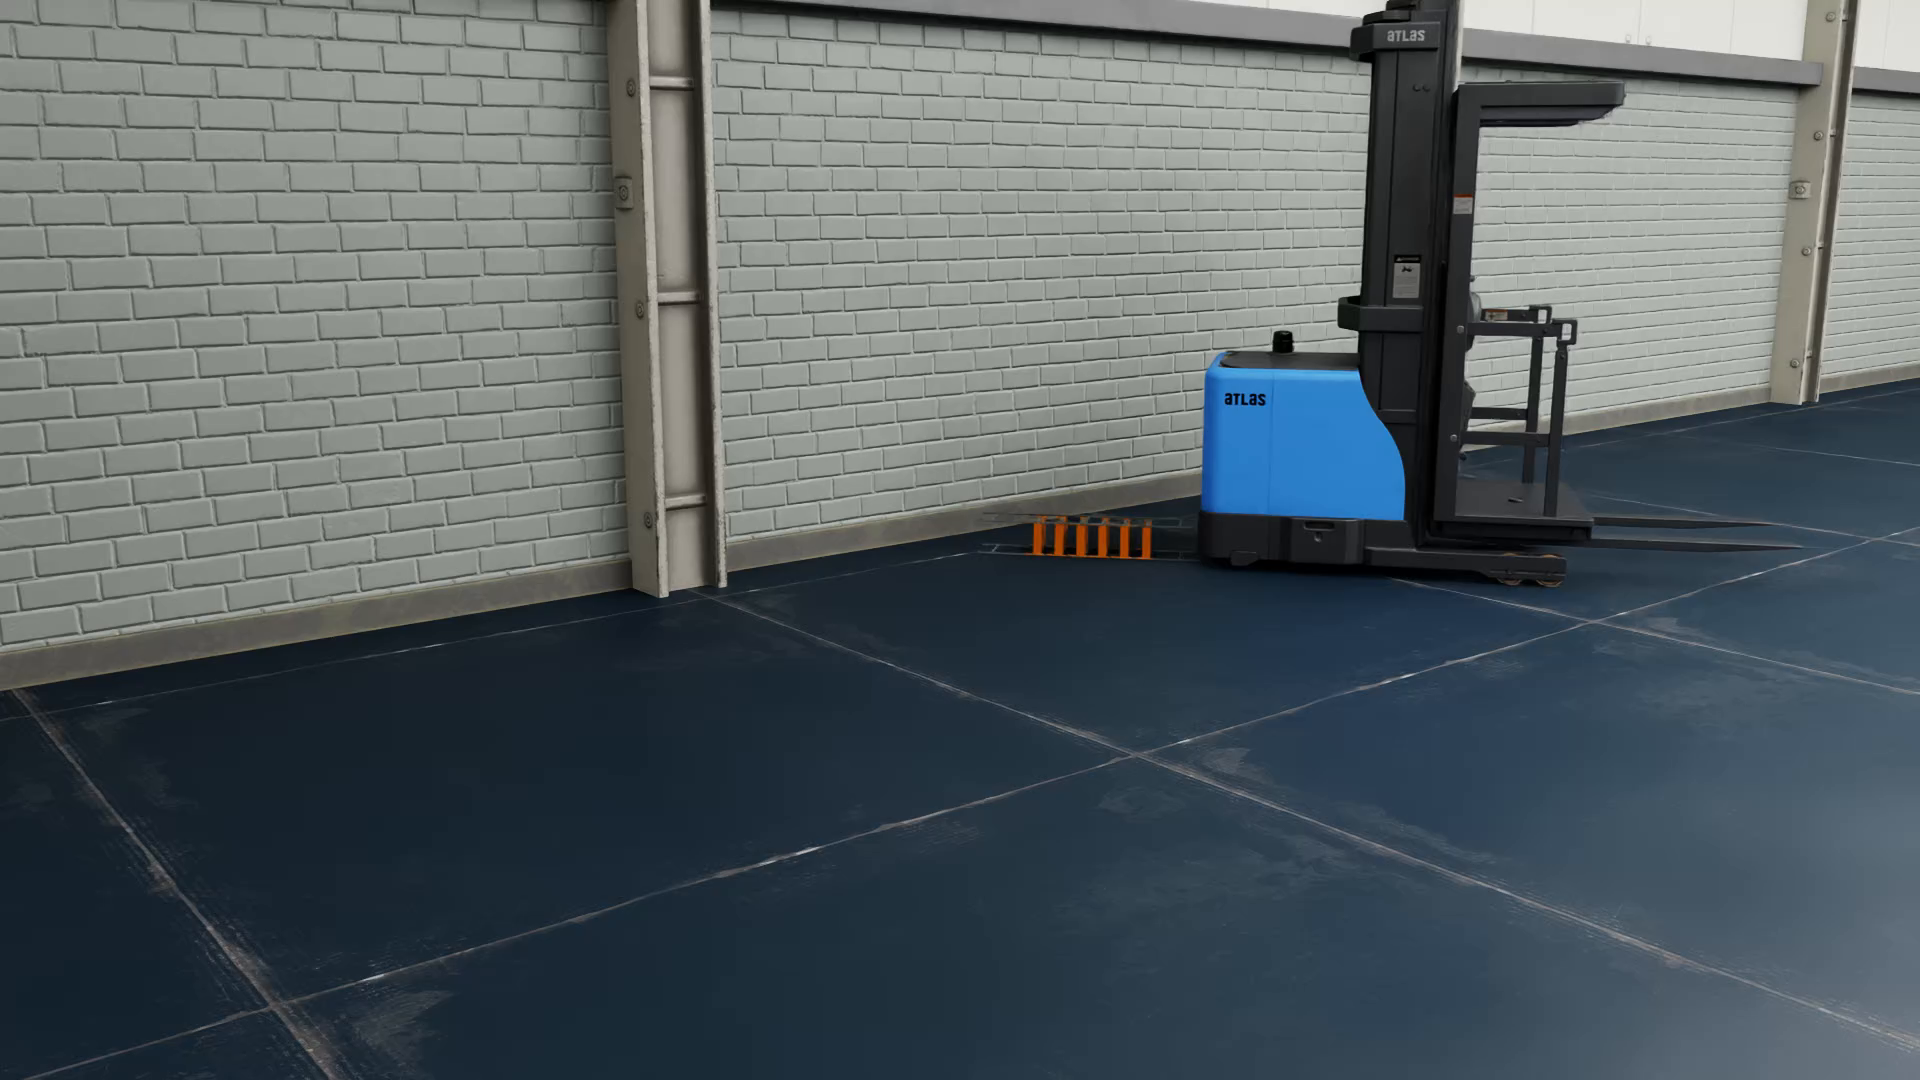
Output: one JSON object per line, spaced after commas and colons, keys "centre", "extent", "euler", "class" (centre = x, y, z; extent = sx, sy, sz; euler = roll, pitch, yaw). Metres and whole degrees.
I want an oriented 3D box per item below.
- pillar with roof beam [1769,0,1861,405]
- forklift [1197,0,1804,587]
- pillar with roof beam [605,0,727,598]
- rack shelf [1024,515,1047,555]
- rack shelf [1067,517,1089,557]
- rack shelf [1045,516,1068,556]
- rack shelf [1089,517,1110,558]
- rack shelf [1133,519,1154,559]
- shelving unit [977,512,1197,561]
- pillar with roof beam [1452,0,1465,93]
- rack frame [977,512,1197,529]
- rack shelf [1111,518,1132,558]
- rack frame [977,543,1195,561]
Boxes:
{"centre": [10.621, -5.024, 11.622], "extent": [0.400, 9.000, 9.100], "euler": [-9, 15, -38], "class": "pillar with roof beam"}
{"centre": [2.848, -1.314, 8.760], "extent": [3.031, 2.935, 1.130], "euler": [3, 12, 12], "class": "forklift"}
{"centre": [1.251, -3.466, 4.289], "extent": [0.400, 9.000, 9.100], "euler": [-9, 15, -38], "class": "pillar with roof beam"}
{"centre": [0.424, -0.032, 9.301], "extent": [0.103, 0.180, 0.258], "euler": [2, 12, 9], "class": "rack shelf"}
{"centre": [0.661, -0.023, 9.263], "extent": [0.103, 0.180, 0.258], "euler": [2, 12, 9], "class": "rack shelf"}
{"centre": [0.543, -0.028, 9.282], "extent": [0.103, 0.180, 0.258], "euler": [2, 12, 9], "class": "rack shelf"}
{"centre": [0.779, -0.019, 9.244], "extent": [0.103, 0.180, 0.258], "euler": [2, 12, 9], "class": "rack shelf"}
{"centre": [1.016, -0.010, 9.206], "extent": [0.103, 0.180, 0.258], "euler": [2, 12, 9], "class": "rack shelf"}
{"centre": [0.705, -0.022, 9.256], "extent": [1.200, 0.189, 0.258], "euler": [2, 12, 9], "class": "shelving unit"}
{"centre": [5.936, -4.245, 7.955], "extent": [0.400, 9.000, 9.100], "euler": [-9, 15, -38], "class": "pillar with roof beam"}
{"centre": [0.705, -0.111, 9.237], "extent": [1.200, 0.006, 0.240], "euler": [2, 12, 9], "class": "rack frame"}
{"centre": [0.898, -0.014, 9.225], "extent": [0.103, 0.180, 0.258], "euler": [2, 12, 9], "class": "rack shelf"}
{"centre": [0.705, 0.068, 9.275], "extent": [1.200, 0.006, 0.240], "euler": [2, 12, 9], "class": "rack frame"}
